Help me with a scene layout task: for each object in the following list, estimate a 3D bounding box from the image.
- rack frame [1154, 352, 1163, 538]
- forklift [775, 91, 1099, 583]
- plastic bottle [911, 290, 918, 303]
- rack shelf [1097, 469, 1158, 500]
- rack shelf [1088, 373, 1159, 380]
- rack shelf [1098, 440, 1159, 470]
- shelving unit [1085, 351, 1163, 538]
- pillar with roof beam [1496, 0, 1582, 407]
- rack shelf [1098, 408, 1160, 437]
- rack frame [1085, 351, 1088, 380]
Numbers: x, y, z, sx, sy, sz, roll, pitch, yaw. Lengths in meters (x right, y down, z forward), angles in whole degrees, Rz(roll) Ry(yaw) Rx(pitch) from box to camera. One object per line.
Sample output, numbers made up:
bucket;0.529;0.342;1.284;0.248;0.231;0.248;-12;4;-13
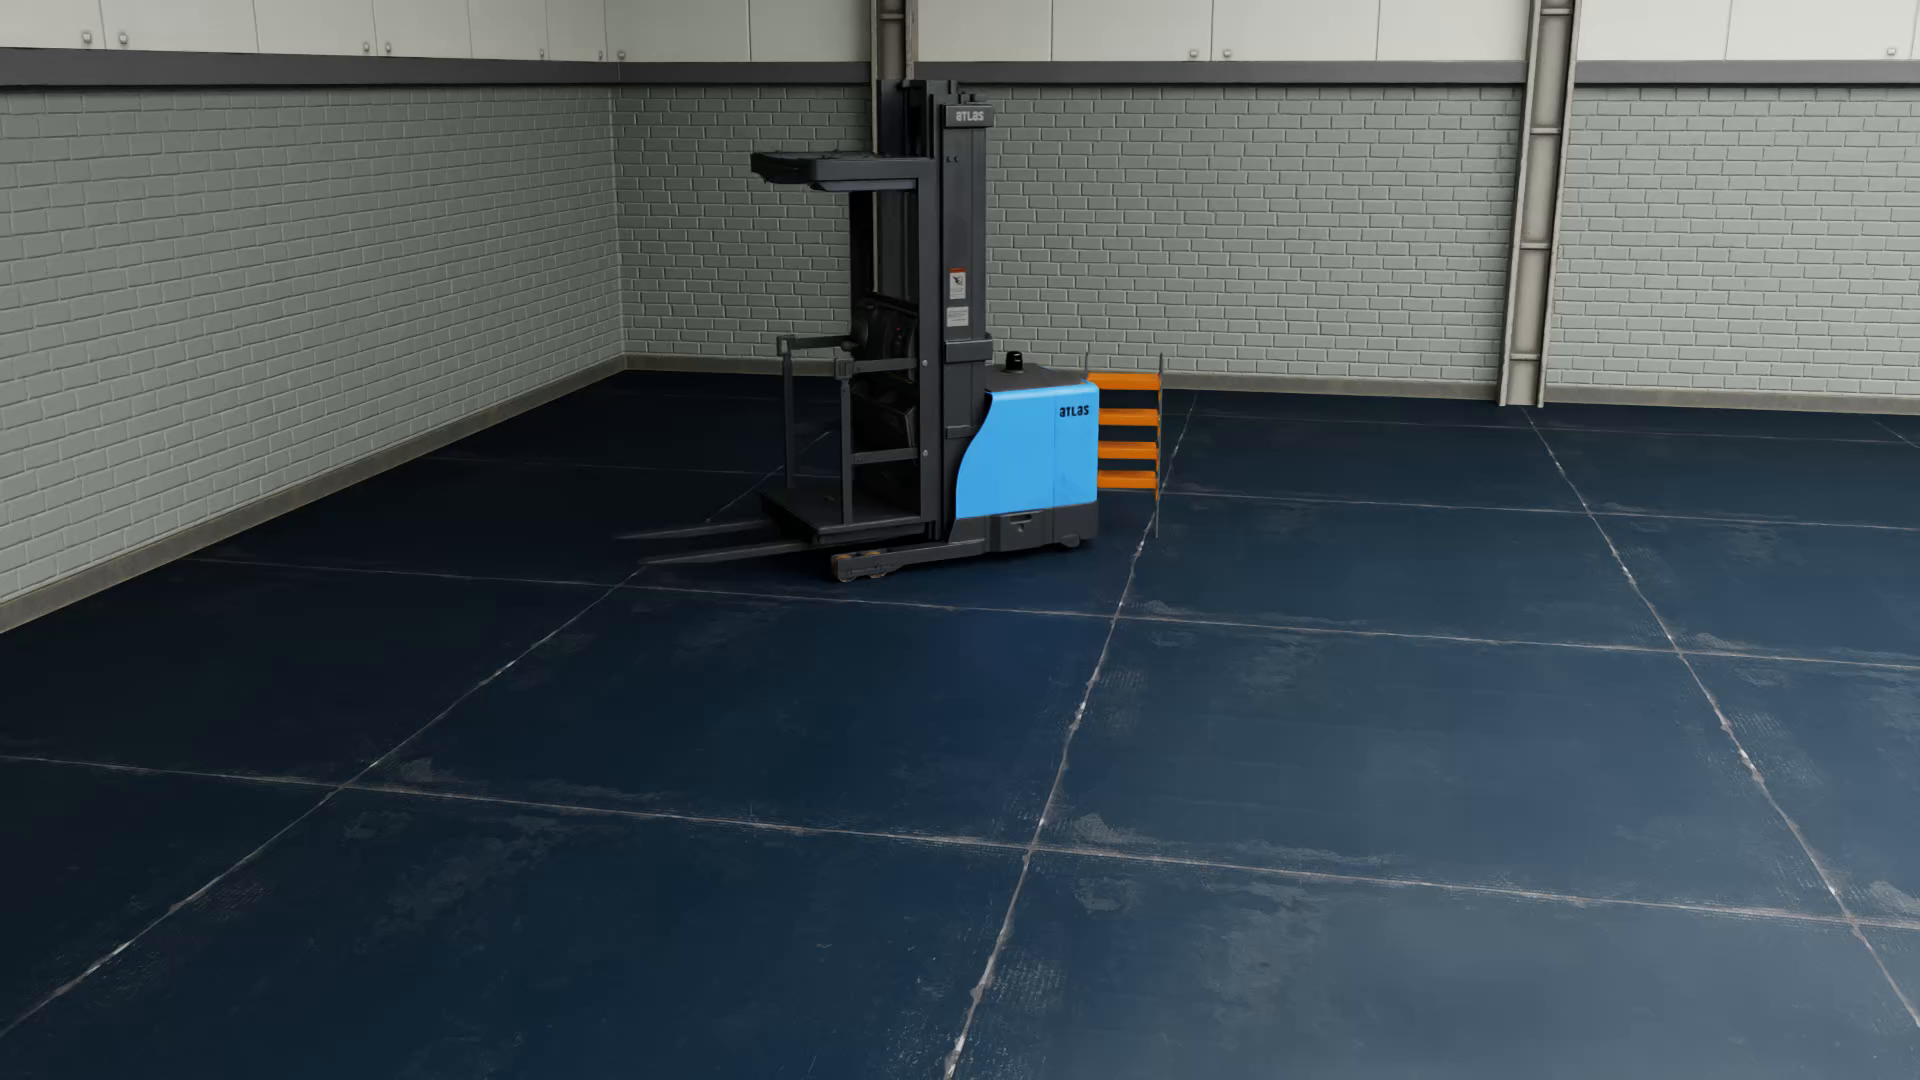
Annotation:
rack frame;1.316;-0.626;11.006;0.015;1.200;0.240;1;16;5
forklift;-0.163;-1.347;10.485;1.939;2.867;1.129;-7;17;-25
plastic bottle;18.279;0.599;4.772;38.913;1.202;4.536;3;16;11
rack shelf;1.073;-0.376;11.098;0.480;0.148;0.258;1;16;5
rack shelf;1.073;-1.049;10.912;0.457;0.050;0.221;1;16;5
rack shelf;14.122;-0.400;7.929;27.018;1.490;4.000;1;16;5
shelving unit;14.116;-0.180;7.990;27.029;1.949;4.000;1;16;5
pillar with roof beam;4.397;-4.493;10.357;0.400;9.000;9.100;3;16;11
rack shelf;1.073;-0.783;10.985;0.480;0.148;0.258;1;16;5
rack frame;0.830;-0.638;11.048;0.015;1.200;0.240;1;16;5
